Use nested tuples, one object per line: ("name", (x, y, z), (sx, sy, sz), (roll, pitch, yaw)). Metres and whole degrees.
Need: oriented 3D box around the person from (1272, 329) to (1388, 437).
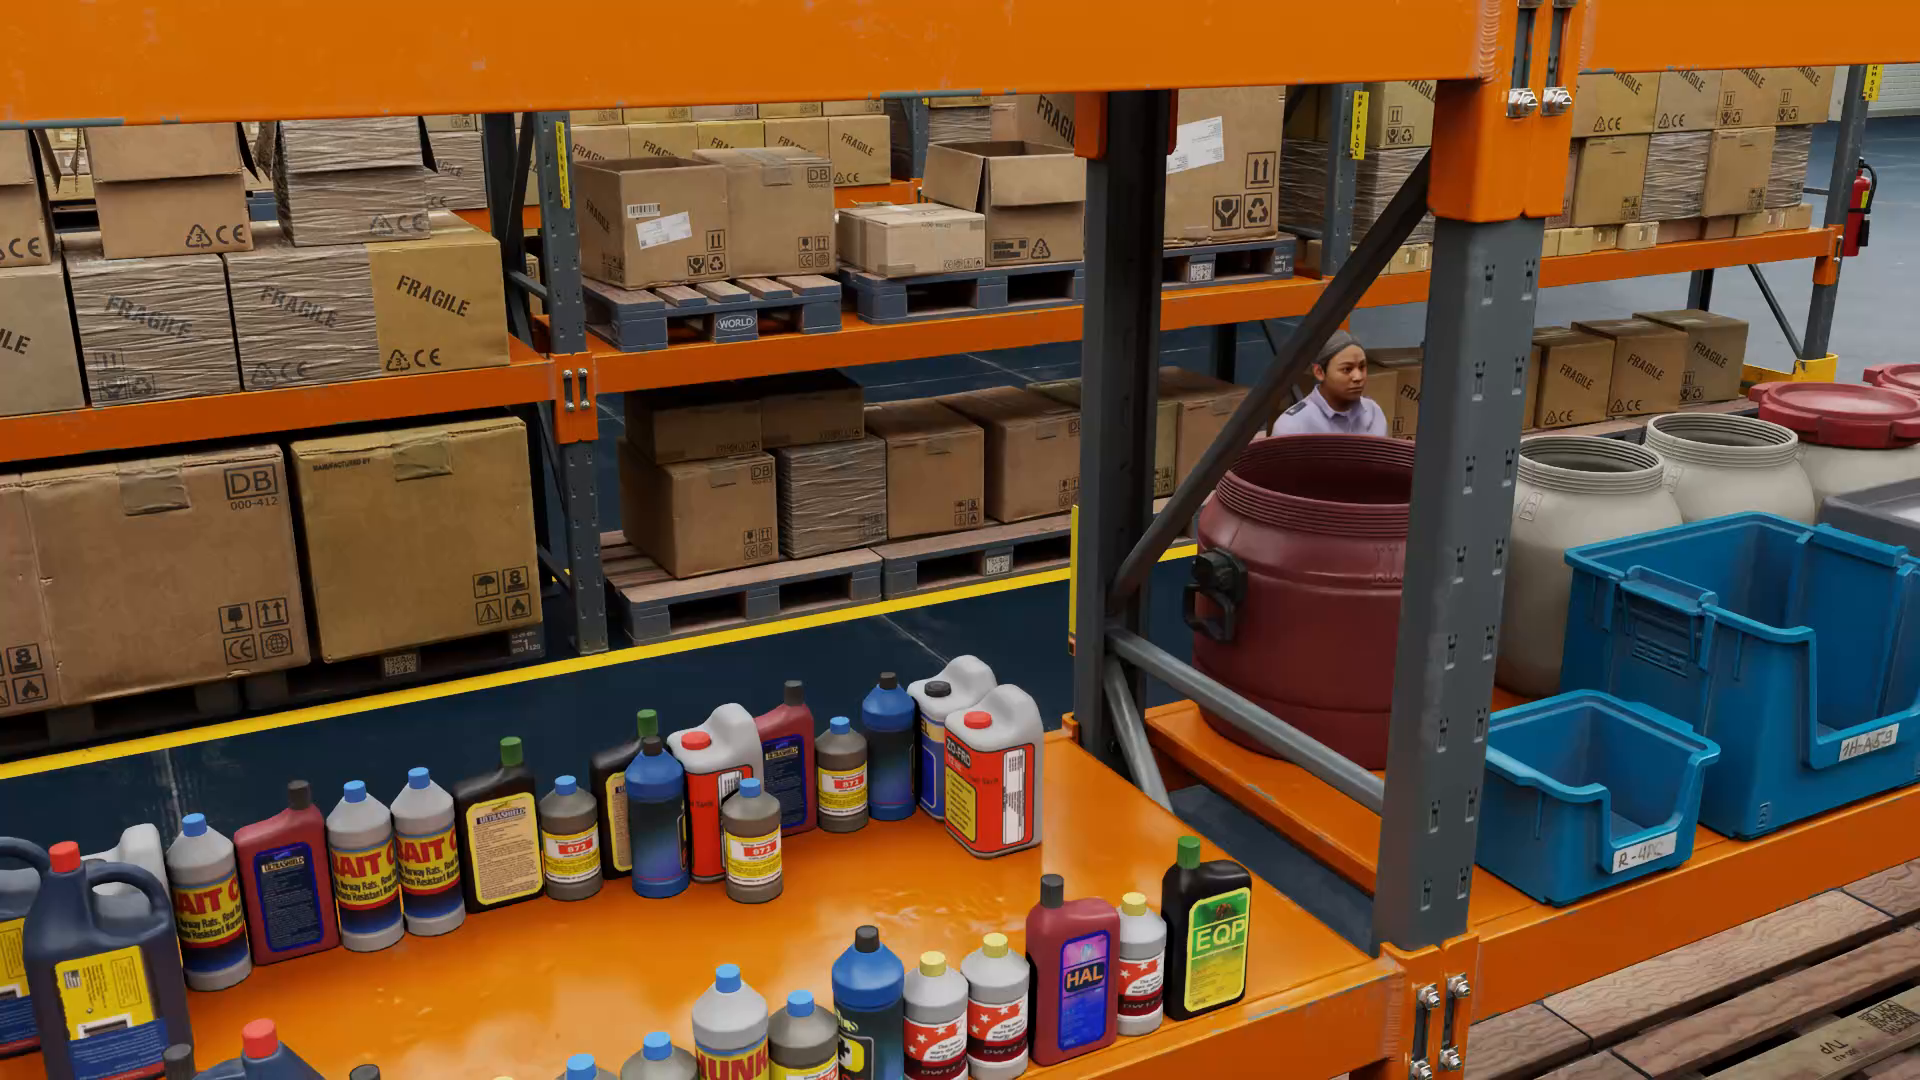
("person", (1.301, 0.128, 5.894), (0.501, 1.728, 0.492), (-9, 21, -25))
